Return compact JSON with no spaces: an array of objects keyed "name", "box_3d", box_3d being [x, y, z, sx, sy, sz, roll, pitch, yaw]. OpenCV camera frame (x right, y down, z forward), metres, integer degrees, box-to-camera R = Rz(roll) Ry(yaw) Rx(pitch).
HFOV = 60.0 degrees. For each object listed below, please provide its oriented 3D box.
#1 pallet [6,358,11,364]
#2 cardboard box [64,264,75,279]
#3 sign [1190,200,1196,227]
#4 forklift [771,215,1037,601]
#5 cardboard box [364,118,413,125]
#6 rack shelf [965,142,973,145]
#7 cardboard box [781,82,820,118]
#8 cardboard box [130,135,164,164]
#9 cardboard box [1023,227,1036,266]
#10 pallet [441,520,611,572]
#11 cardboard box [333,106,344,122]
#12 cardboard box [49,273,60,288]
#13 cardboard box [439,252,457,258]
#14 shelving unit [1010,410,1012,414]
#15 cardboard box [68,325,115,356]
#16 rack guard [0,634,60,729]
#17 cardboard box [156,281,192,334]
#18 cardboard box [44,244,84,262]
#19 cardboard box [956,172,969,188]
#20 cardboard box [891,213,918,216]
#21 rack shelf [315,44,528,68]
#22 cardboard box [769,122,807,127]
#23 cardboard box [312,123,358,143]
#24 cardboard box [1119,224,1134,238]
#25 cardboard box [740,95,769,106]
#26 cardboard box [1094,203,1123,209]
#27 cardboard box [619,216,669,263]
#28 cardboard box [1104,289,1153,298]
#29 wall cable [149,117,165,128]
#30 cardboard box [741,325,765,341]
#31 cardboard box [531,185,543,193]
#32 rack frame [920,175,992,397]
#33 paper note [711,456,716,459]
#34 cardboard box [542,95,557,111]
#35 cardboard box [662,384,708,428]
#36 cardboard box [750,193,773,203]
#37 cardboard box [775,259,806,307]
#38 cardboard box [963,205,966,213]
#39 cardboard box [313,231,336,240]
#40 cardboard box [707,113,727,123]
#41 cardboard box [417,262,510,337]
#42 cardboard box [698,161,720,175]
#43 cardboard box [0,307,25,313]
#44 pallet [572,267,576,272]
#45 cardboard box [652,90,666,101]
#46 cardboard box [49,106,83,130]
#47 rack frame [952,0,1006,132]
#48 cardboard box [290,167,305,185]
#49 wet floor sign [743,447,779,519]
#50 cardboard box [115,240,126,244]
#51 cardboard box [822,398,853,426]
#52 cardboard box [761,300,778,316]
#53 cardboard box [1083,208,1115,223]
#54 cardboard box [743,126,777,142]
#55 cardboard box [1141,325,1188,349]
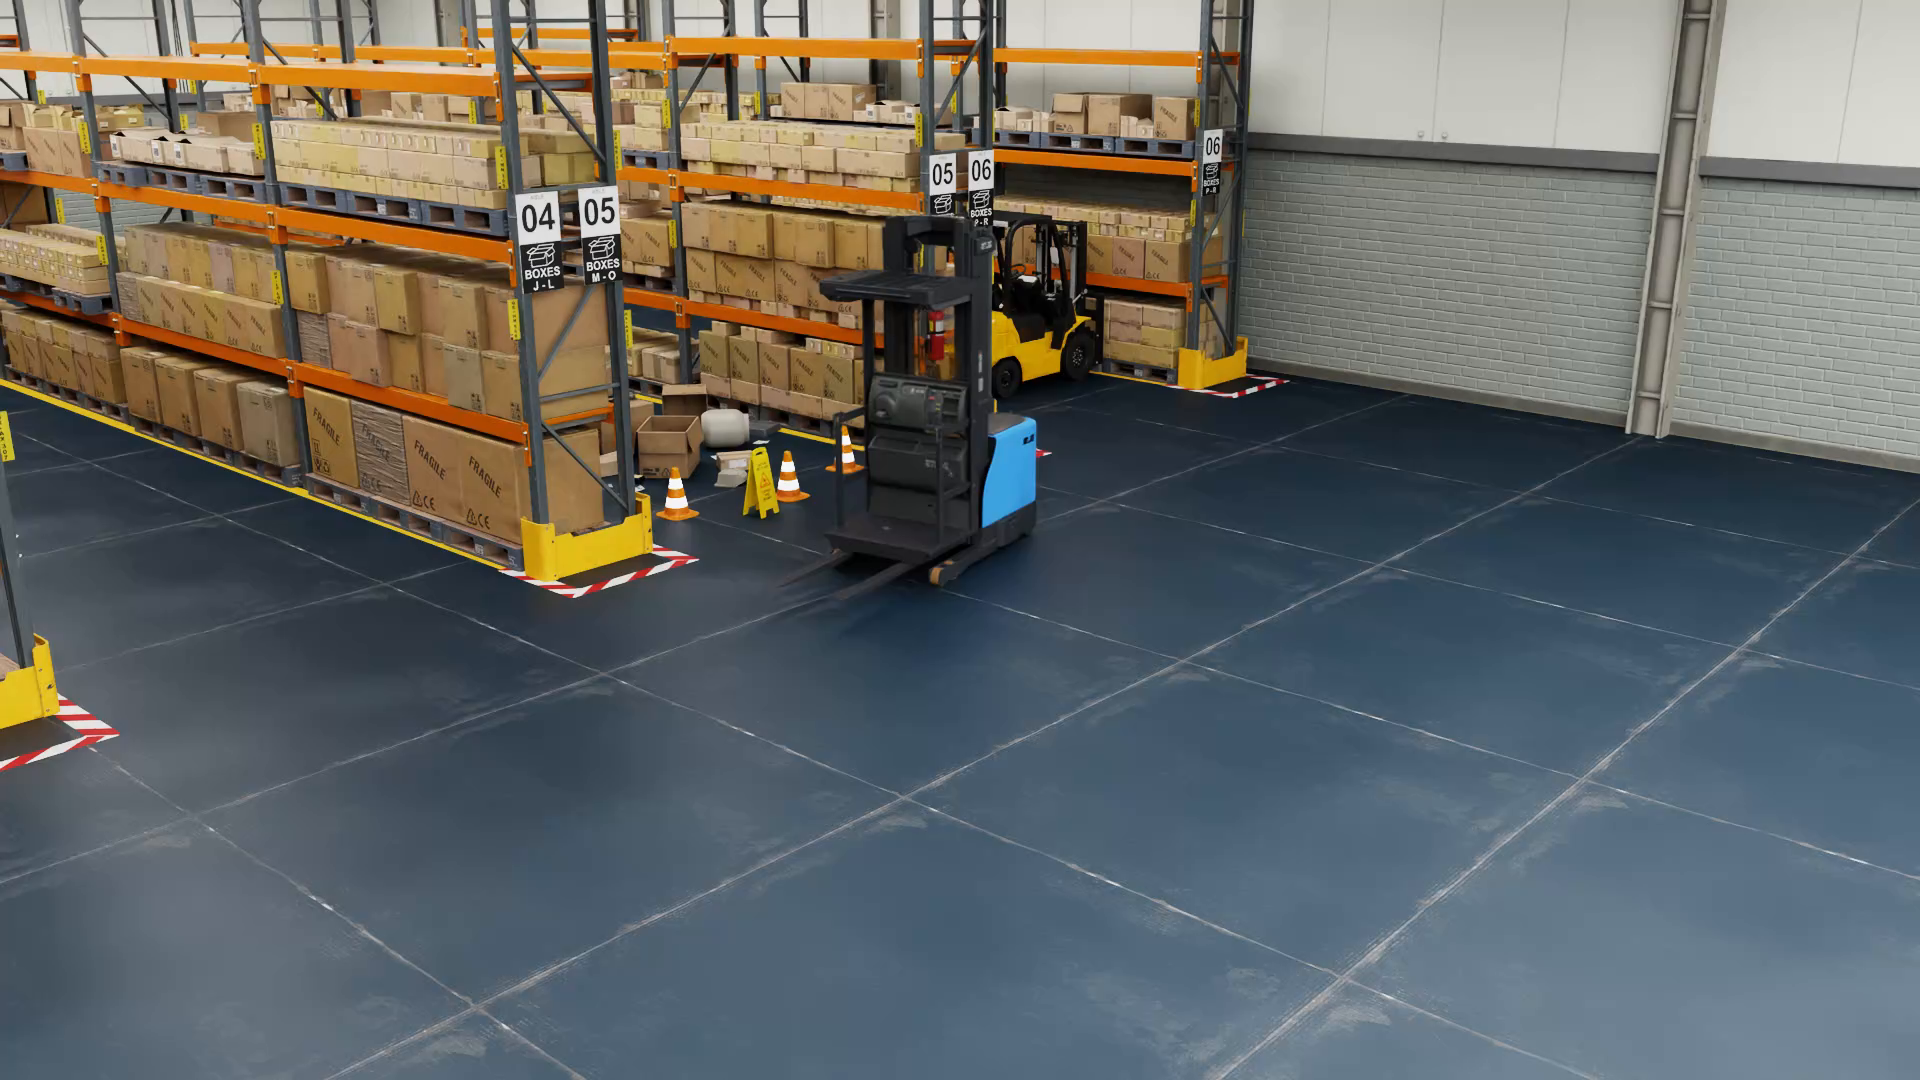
[{"name":"pallet","box_3d":[-12.741,-2.448,22.478,1.213,0.211,1.003,15,23,39]},{"name":"cardboard box","box_3d":[-10.096,-3.119,19.211,0.250,0.149,0.380,16,24,41]},{"name":"sign","box_3d":[2.892,-4.050,20.609,0.005,0.325,0.100,15,23,39]},{"name":"forklift","box_3d":[-0.465,-1.165,13.937,1.130,2.935,3.031,10,20,28]},{"name":"cardboard box","box_3d":[-5.370,-3.880,15.657,0.250,0.149,0.380,15,23,39]},{"name":"rack shelf","box_3d":[-1.225,-5.797,24.649,4.000,0.370,1.077,15,23,39]},{"name":"cardboard box","box_3d":[-2.341,-6.636,25.080,0.500,0.500,0.500,15,23,40]},{"name":"cardboard box","box_3d":[-8.453,-4.158,17.684,0.500,0.250,0.500,16,24,41]},{"name":"cardboard box","box_3d":[1.209,-4.006,22.609,0.500,0.500,0.500,15,23,39]},{"name":"pallet","box_3d":[-3.890,-0.055,14.936,1.213,0.211,1.003,15,23,39]},{"name":"cardboard box","box_3d":[-8.863,-6.177,24.186,0.258,0.266,0.396,15,23,39]},{"name":"cardboard box","box_3d":[-10.458,-3.076,19.566,0.250,0.149,0.380,15,23,39]},{"name":"cardboard box","box_3d":[-6.956,-4.058,23.188,0.500,0.250,0.500,16,23,40]},{"name":"shelving unit","box_3d":[0.321,-0.702,15.588,0.252,1.050,0.215,10,20,28]},{"name":"cardboard box","box_3d":[-10.294,-2.391,19.884,0.500,0.250,0.500,15,23,40]},{"name":"rack guard","box_3d":[-6.664,1.037,11.018,0.348,0.500,1.175,15,23,39]},{"name":"cardboard box","box_3d":[-8.308,-2.541,17.995,0.500,0.500,0.500,15,23,39]},{"name":"cardboard box","box_3d":[-10.479,-3.363,19.486,0.250,0.149,0.380,16,24,41]},{"name":"cardboard box","box_3d":[-0.062,-3.832,17.683,0.250,0.149,0.380,15,23,39]},{"name":"cardboard box","box_3d":[-0.656,-4.618,24.125,0.500,0.250,0.500,14,23,38]},{"name":"rack shelf","box_3d":[-7.509,-6.715,23.246,4.000,0.370,1.077,15,23,39]},{"name":"cardboard box","box_3d":[-1.978,-4.731,19.198,0.250,0.149,0.380,16,24,41]},{"name":"cardboard box","box_3d":[-5.614,-3.680,15.026,0.250,0.149,0.380,15,23,38]},{"name":"cardboard box","box_3d":[2.275,-4.031,21.618,0.250,0.149,0.380,15,23,39]},{"name":"cardboard box","box_3d":[-3.175,-6.804,25.730,0.250,0.149,0.380,16,24,41]},{"name":"cardboard box","box_3d":[2.015,-4.437,22.404,0.250,0.149,0.380,15,23,40]},{"name":"cardboard box","box_3d":[-3.891,-3.714,20.506,0.500,0.500,0.500,15,23,40]},{"name":"cardboard box","box_3d":[2.285,-3.213,22.476,0.500,0.250,0.500,15,23,39]},{"name":"wall cable","box_3d":[-15.297,-7.528,32.195,0.122,1.984,0.588,15,23,39]},{"name":"cardboard box","box_3d":[-2.320,-2.420,19.317,0.250,0.149,0.380,16,24,41]},{"name":"cardboard box","box_3d":[-3.474,-2.992,14.176,0.250,0.149,0.380,15,23,40]},{"name":"rack frame","box_3d":[-0.030,-2.382,17.657,0.127,3.000,1.000,15,23,39]},{"name":"paper note","box_3d":[-2.594,-0.905,17.931,0.148,0.019,0.142,-9,20,-27]},{"name":"cardboard box","box_3d":[-7.011,-7.662,29.094,0.500,0.250,0.500,16,23,40]},{"name":"cardboard box","box_3d":[-3.123,-1.471,18.918,0.500,0.500,0.500,-3,18,-8]},{"name":"cardboard box","box_3d":[-3.002,-5.498,26.618,0.500,0.500,0.500,16,24,42]},{"name":"cardboard box","box_3d":[-1.728,-2.926,18.717,0.500,0.500,0.500,15,23,40]},{"name":"cardboard box","box_3d":[-0.132,-4.684,23.673,0.250,0.149,0.380,16,24,41]},{"name":"cardboard box","box_3d":[-9.521,-4.874,25.345,0.500,0.500,0.500,15,23,40]},{"name":"cardboard box","box_3d":[-3.643,-6.619,26.297,0.500,0.250,0.500,15,23,39]},{"name":"cardboard box","box_3d":[-4.293,-2.144,14.874,0.550,0.550,0.875,15,23,39]},{"name":"cardboard box","box_3d":[-2.794,-4.311,19.193,0.250,0.149,0.380,15,23,39]},{"name":"cardboard box","box_3d":[-13.070,-3.117,23.009,0.250,0.149,0.380,16,23,40]},{"name":"pallet","box_3d":[-5.409,-3.777,22.373,1.003,0.211,1.213,15,23,39]},{"name":"cardboard box","box_3d":[-4.771,-7.212,26.983,0.250,0.149,0.380,15,23,40]},{"name":"cardboard box","box_3d":[-10.092,-4.812,18.925,0.258,0.266,0.396,15,23,39]},{"name":"rack frame","box_3d":[0.271,-7.168,22.821,0.127,3.000,1.000,15,23,39]},{"name":"cardboard box","box_3d":[-5.990,-3.401,15.465,0.250,0.149,0.380,15,23,39]},{"name":"wet floor sign","box_3d":[-1.904,-0.561,15.814,0.232,0.644,0.267,11,20,30]},{"name":"cardboard box","box_3d":[-10.021,-3.505,19.935,0.250,0.149,0.380,14,22,37]},{"name":"cardboard box","box_3d":[-1.195,-1.478,18.662,0.500,0.250,0.500,15,23,39]},{"name":"cardboard box","box_3d":[-2.048,-2.670,18.982,0.250,0.149,0.380,15,23,40]},{"name":"cardboard box","box_3d":[1.833,-4.262,21.852,0.250,0.149,0.380,16,23,40]},{"name":"cardboard box","box_3d":[-2.199,-4.540,18.596,0.250,0.149,0.380,14,22,37]},{"name":"cardboard box","box_3d":[2.691,-2.660,21.560,0.500,0.250,0.500,15,23,39]}]
